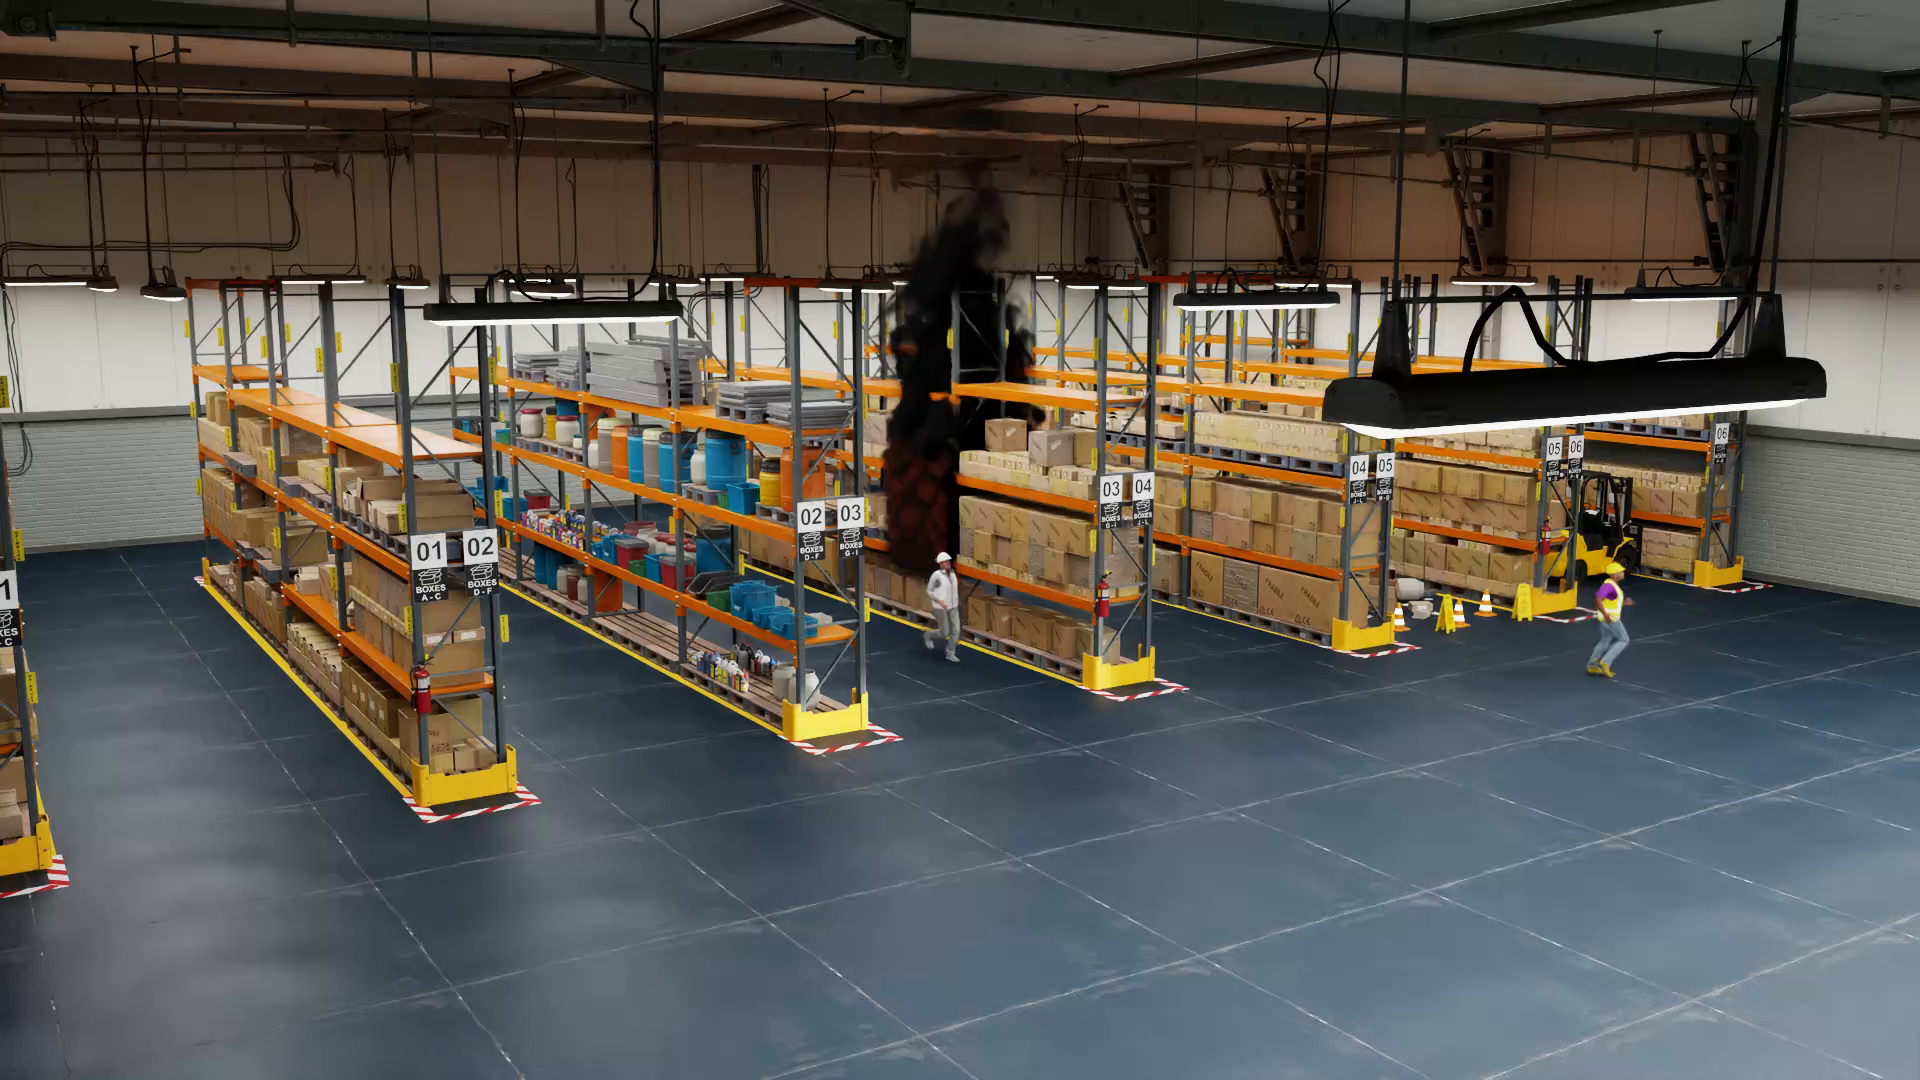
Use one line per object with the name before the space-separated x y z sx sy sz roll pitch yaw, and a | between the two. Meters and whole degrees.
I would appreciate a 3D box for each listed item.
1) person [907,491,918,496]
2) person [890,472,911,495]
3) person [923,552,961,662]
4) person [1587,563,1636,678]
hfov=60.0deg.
person | -1.010 -0.151 33.925 0.583 1.729 0.771 -7 12 -38
person | -1.292 -0.662 36.736 0.683 1.737 0.594 -5 11 -28
person | -0.266 1.058 26.576 0.663 1.750 0.756 -9 13 -41
person | 10.014 1.223 25.515 0.679 1.767 0.668 2 10 13
